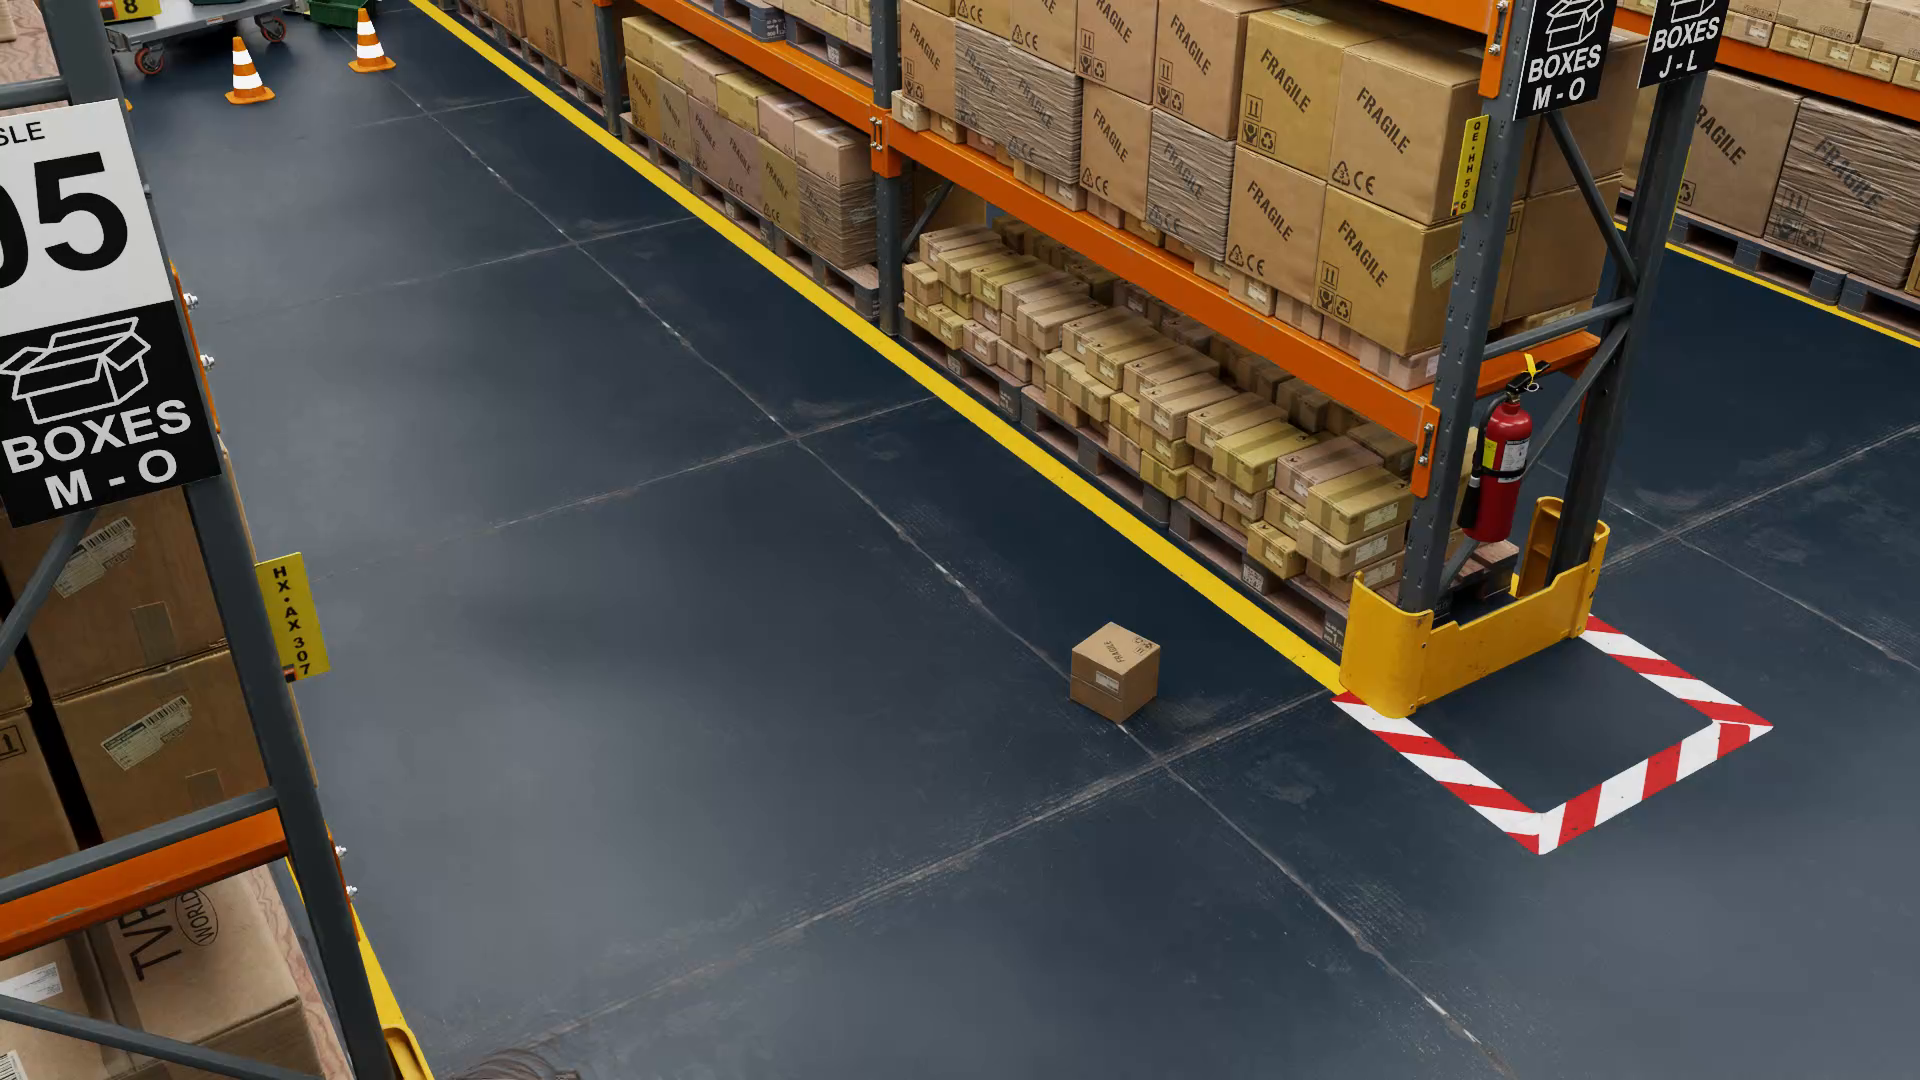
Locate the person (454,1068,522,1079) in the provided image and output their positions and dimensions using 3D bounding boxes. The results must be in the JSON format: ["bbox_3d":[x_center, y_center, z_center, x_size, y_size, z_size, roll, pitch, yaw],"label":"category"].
[{"bbox_3d":[-0.858,1.714,3.541,0.501,1.718,0.595,19,38,27],"label":"person"}]
